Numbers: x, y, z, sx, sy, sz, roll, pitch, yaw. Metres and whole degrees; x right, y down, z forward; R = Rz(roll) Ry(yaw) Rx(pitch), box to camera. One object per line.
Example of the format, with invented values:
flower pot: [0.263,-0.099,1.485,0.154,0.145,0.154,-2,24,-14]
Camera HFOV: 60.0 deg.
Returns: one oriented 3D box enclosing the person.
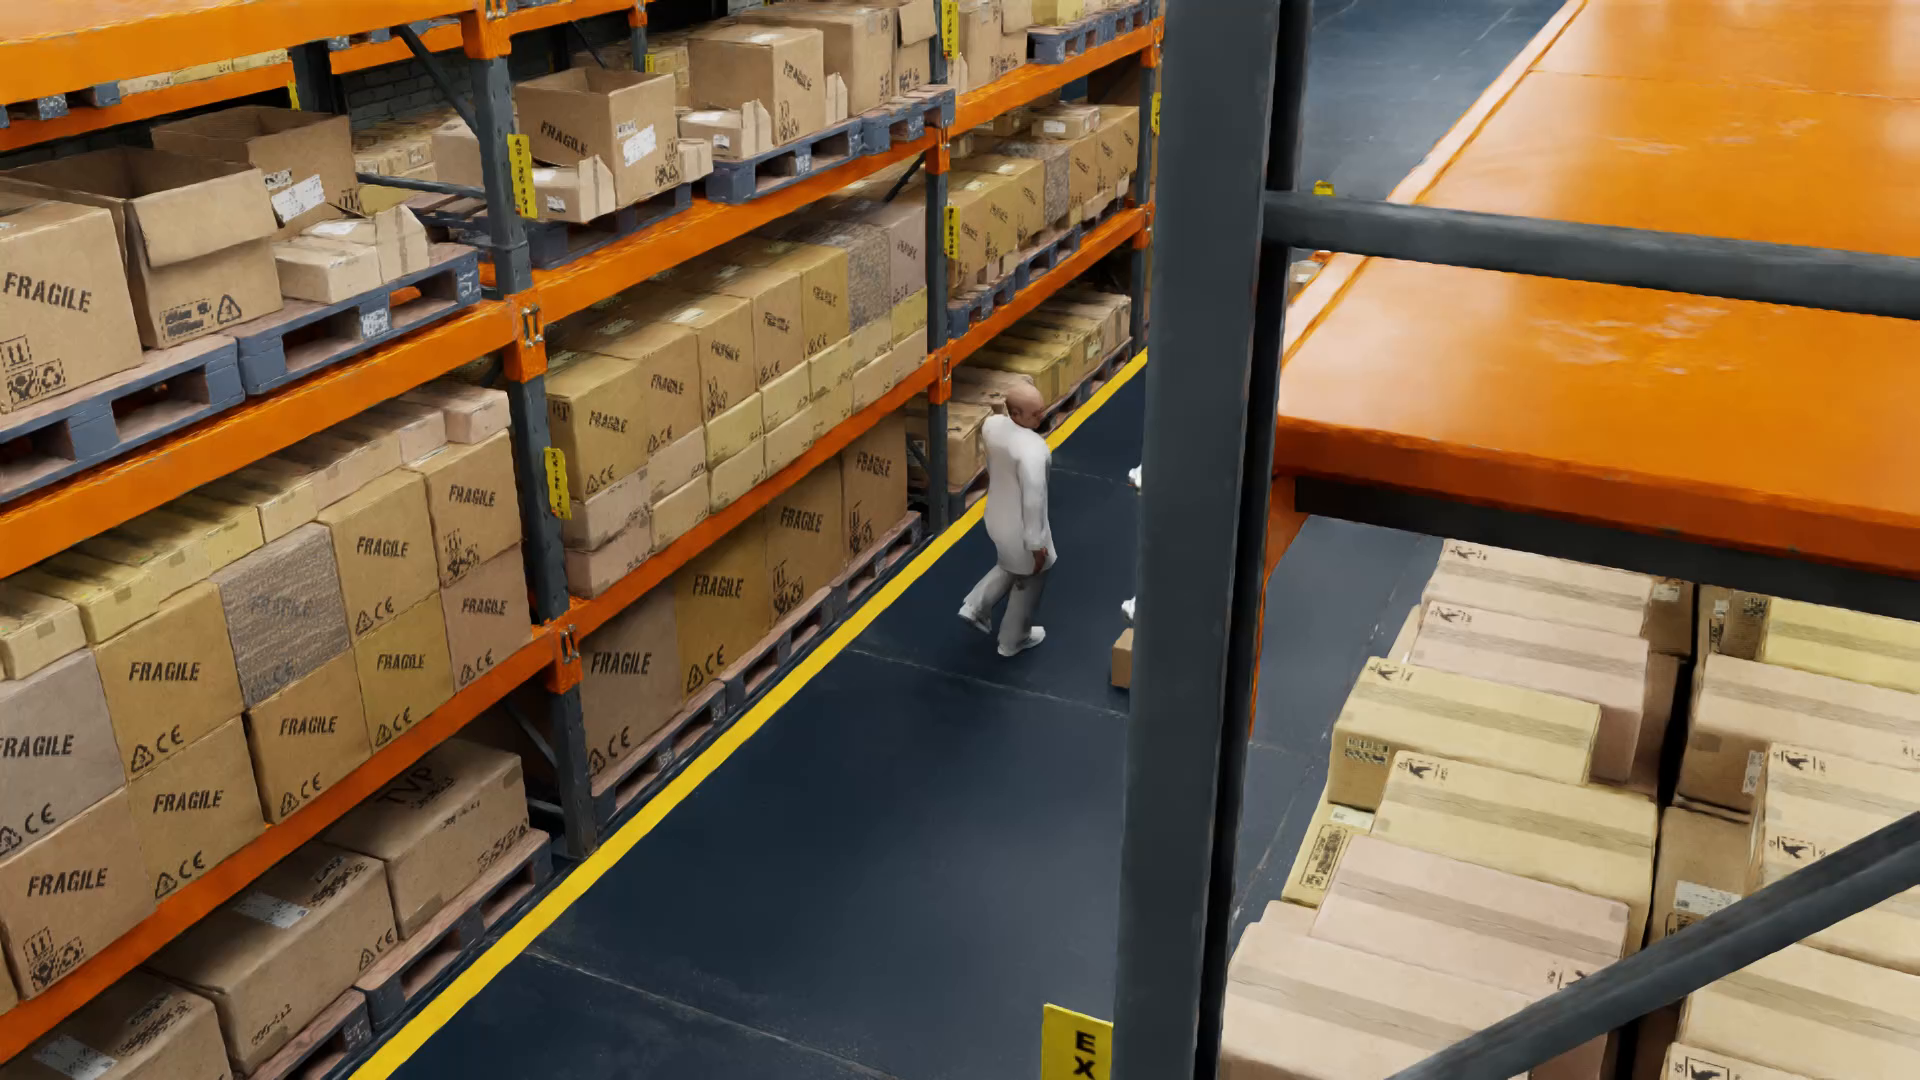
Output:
person: [0.334,-0.092,9.329,0.596,1.755,0.652,-15,30,-29]
